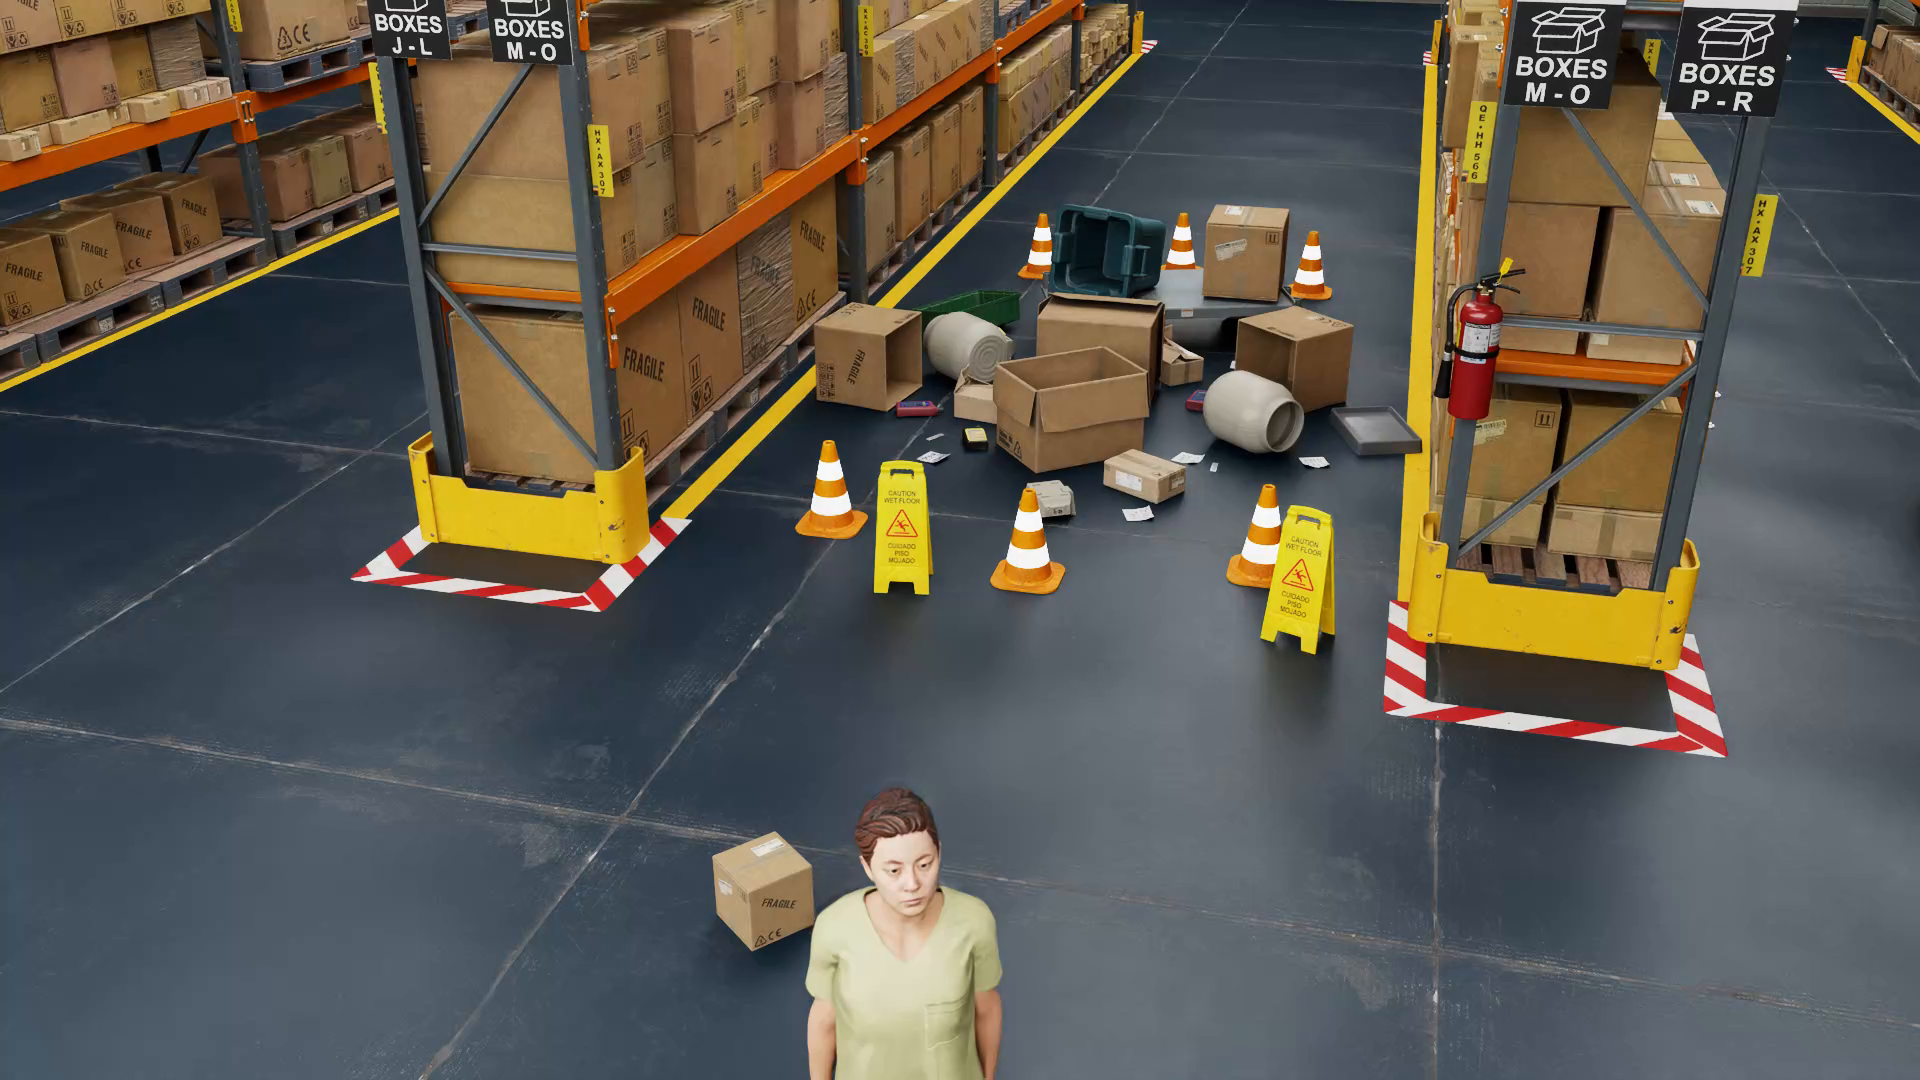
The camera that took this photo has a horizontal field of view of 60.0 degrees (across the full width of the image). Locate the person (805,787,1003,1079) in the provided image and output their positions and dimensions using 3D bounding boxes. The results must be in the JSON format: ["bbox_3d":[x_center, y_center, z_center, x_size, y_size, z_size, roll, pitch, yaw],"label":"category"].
[{"bbox_3d":[-0.123,1.289,3.856,0.445,1.658,0.594,-2,26,-5],"label":"person"}]
